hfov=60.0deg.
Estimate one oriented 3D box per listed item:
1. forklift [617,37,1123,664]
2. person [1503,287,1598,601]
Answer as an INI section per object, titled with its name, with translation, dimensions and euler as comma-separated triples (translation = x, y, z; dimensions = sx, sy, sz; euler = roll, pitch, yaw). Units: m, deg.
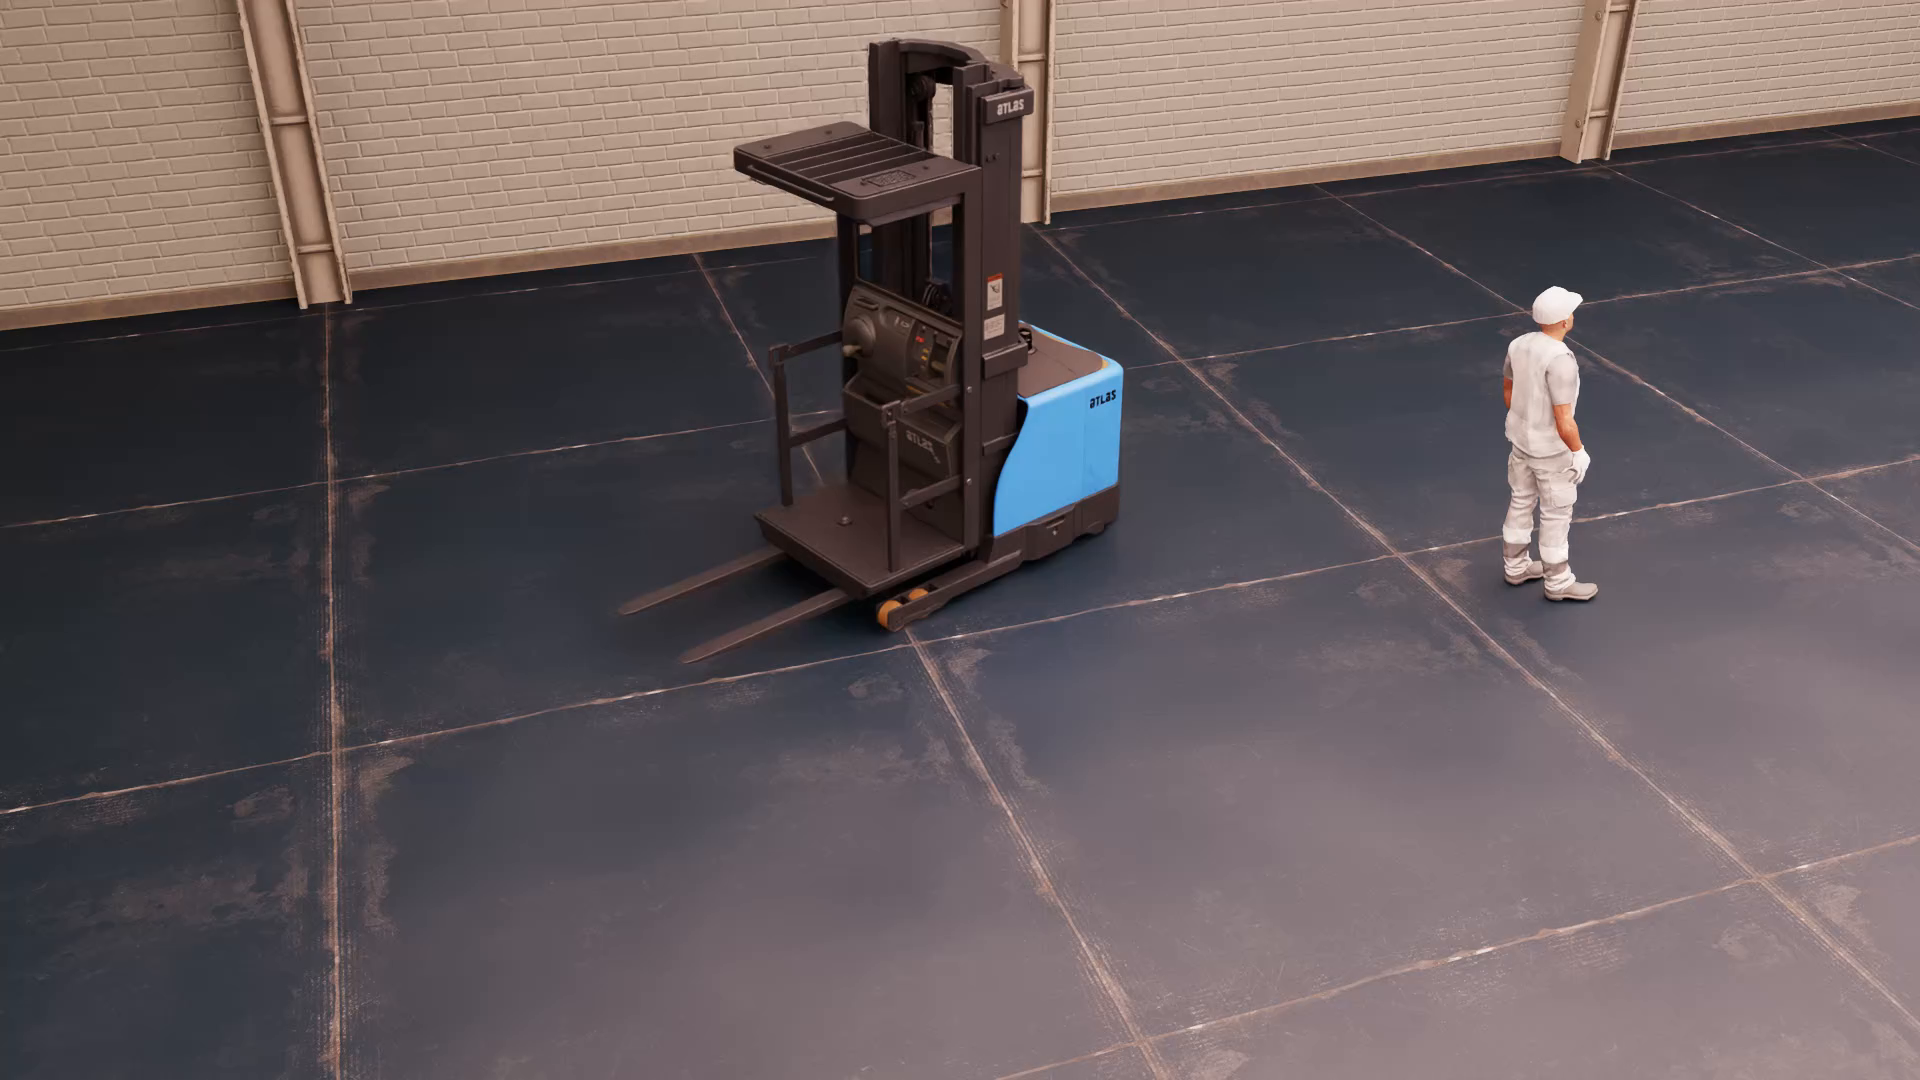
[forklift]
translation = -0.480, -1.064, 8.937
dimensions = 3.031, 2.935, 1.130
euler = -23, 37, -34
[person]
translation = 3.277, -0.546, 9.166
dimensions = 0.564, 1.787, 0.637
euler = -9, 31, -15
